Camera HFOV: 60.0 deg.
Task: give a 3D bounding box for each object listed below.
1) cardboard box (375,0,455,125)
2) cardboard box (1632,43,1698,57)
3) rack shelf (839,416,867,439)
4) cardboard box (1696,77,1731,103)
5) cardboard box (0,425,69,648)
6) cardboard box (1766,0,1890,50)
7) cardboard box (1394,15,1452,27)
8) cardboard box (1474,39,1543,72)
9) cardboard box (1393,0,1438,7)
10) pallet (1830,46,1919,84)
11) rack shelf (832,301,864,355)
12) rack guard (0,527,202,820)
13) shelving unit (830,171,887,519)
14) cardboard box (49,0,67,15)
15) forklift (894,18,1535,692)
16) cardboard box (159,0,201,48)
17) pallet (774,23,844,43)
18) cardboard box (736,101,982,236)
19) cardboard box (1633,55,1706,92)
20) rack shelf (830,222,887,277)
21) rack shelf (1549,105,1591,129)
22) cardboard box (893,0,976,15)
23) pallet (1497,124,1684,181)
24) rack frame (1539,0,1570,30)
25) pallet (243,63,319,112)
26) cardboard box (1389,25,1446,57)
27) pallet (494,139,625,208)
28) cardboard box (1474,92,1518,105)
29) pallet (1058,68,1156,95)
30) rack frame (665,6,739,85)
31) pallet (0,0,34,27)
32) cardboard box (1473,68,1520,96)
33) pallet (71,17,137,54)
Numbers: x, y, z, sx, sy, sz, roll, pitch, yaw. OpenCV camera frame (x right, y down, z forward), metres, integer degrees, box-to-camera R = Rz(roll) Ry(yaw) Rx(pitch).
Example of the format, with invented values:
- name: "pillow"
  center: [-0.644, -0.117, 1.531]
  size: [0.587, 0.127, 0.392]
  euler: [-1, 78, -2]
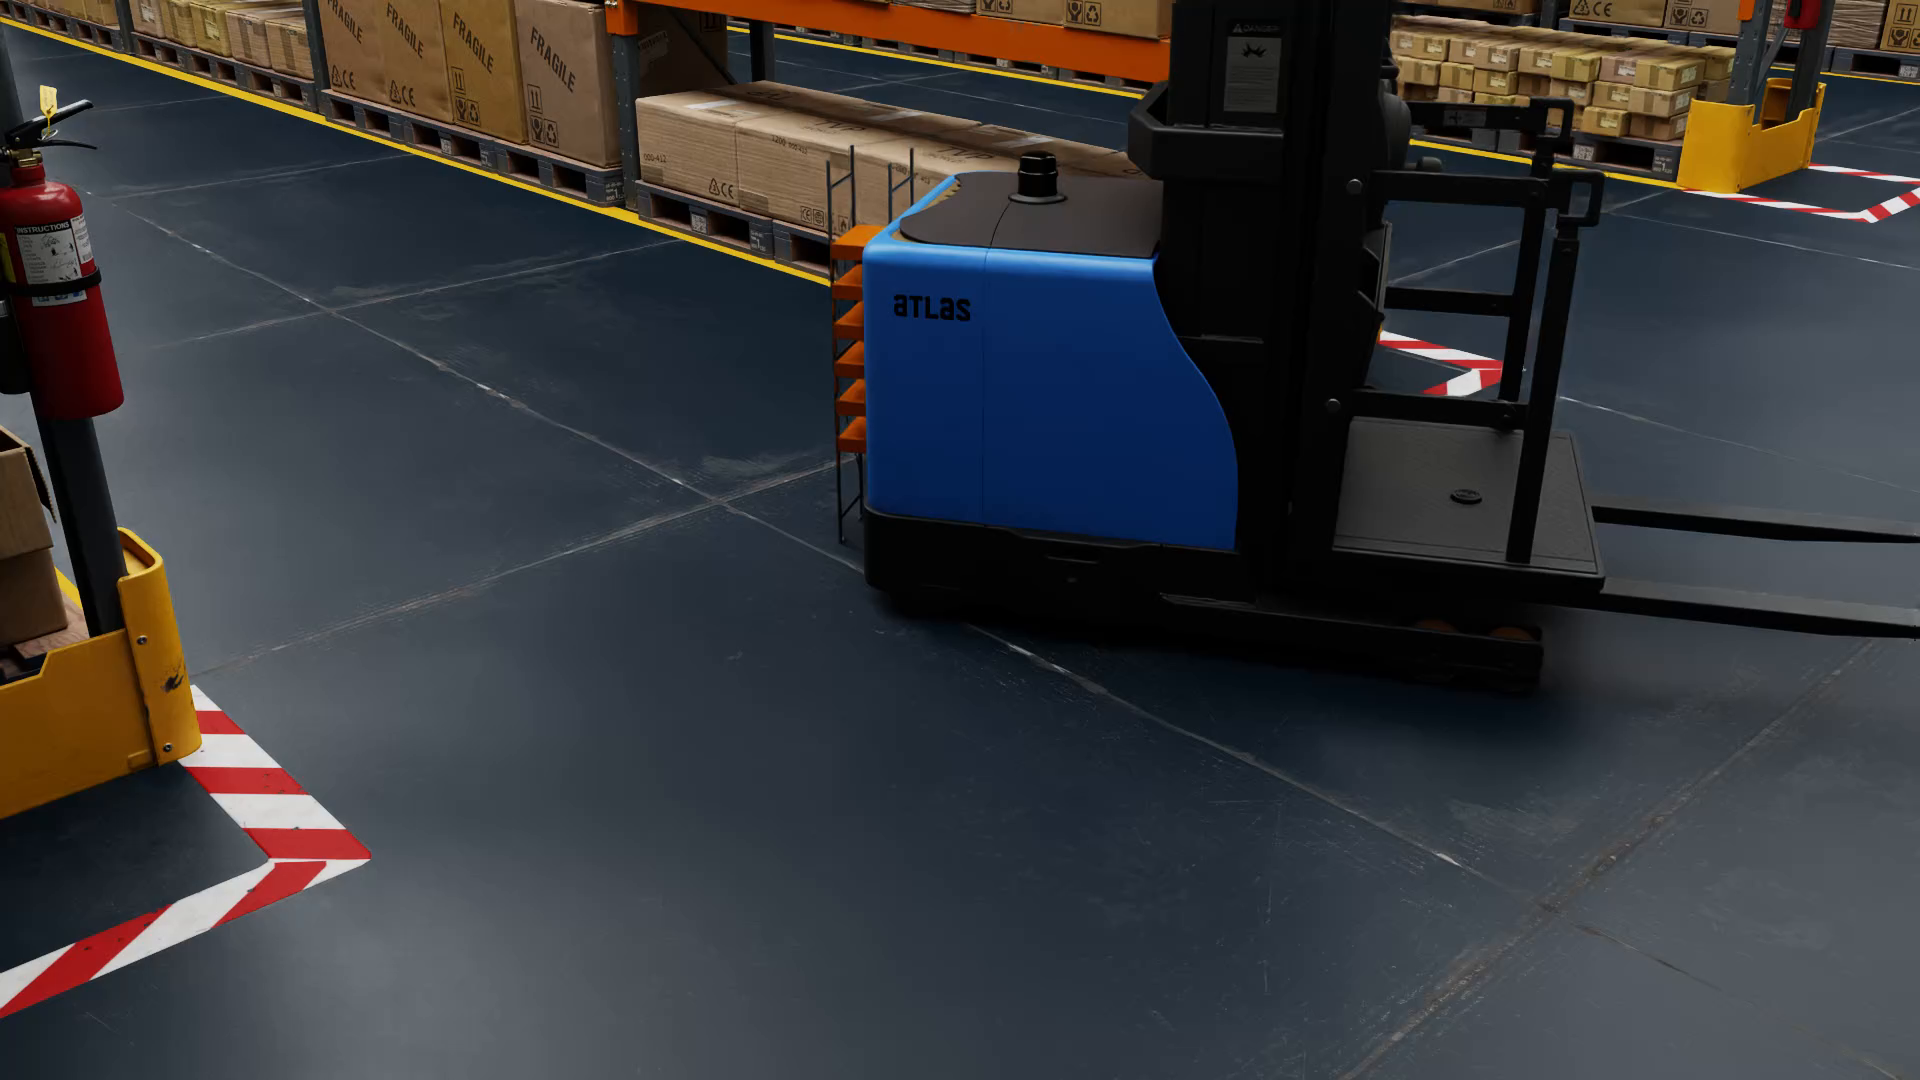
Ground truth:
- name: "cardboard box"
  center: [-3.179, -3.266, 10.848]
  size: [0.875, 0.875, 0.875]
  euler: [-21, 32, -38]
- name: "cardboard box"
  center: [4.429, -3.026, 10.481]
  size: [0.380, 0.149, 0.250]
  euler: [-21, 32, -38]
- name: "rack shelf"
  center: [-0.258, -0.335, 5.158]
  size: [0.171, 0.034, 0.221]
  euler: [6, 25, 13]
- name: "cardboard box"
  center: [4.645, -2.818, 10.383]
  size: [0.380, 0.149, 0.250]
  euler: [-20, 31, -36]
- name: "cardboard box"
  center: [-2.698, 0.020, 4.094]
  size: [0.637, 0.503, 0.797]
  euler: [22, 33, 40]
- name: "cardboard box"
  center: [7.387, -4.604, 13.783]
  size: [0.875, 0.875, 0.875]
  euler: [-21, 32, -38]
- name: "cardboard box"
  center: [3.267, -3.603, 11.746]
  size: [0.250, 0.149, 0.380]
  euler: [22, 32, 39]
- name: "cardboard box"
  center: [3.514, -3.107, 10.658]
  size: [0.380, 0.149, 0.250]
  euler: [-20, 31, -37]
- name: "cardboard box"
  center: [4.708, -5.828, 16.465]
  size: [0.875, 0.875, 1.225]
  euler: [22, 33, 40]
- name: "pallet"
  center: [7.902, -3.884, 13.511]
  size: [1.003, 0.211, 1.213]
  euler: [-21, 32, -38]
- name: "rack shelf"
  center: [-0.258, -0.638, 5.020]
  size: [0.180, 0.103, 0.258]
  euler: [6, 25, 13]
- name: "rack guard"
  center: [-2.401, 0.402, 3.767]
  size: [1.175, 0.500, 0.348]
  euler: [-21, 32, -38]
- name: "shelving unit"
  center: [-0.259, -0.569, 5.052]
  size: [0.183, 1.046, 0.258]
  euler: [6, 25, 13]
- name: "cardboard box"
  center: [-8.246, -5.114, 15.653]
  size: [0.500, 0.250, 0.500]
  euler: [-21, 32, -38]
- name: "forklift"
  center: [9.213, -9.156, 14.477]
  size: [11.785, 9.000, 29.450]
  euler: [6, 25, 13]
- name: "cardboard box"
  center: [-3.641, -4.001, 10.816]
  size: [0.950, 2.239, 8.285]
  euler: [-19, 31, -35]
- name: "pallet"
  center: [-1.136, -4.972, 15.894]
  size: [1.003, 0.211, 1.213]
  euler: [-21, 32, -38]
- name: "cardboard box"
  center: [-0.500, -1.867, 8.310]
  size: [0.875, 0.438, 0.875]
  euler: [-22, 33, -40]
- name: "cardboard box"
  center: [4.269, -2.810, 10.007]
  size: [0.380, 0.149, 0.250]
  euler: [-21, 32, -38]
- name: "rack shelf"
  center: [-0.258, -0.856, 4.921]
  size: [0.180, 0.103, 0.258]
  euler: [6, 25, 13]
- name: "rack shelf"
  center: [6.355, -8.873, 21.137]
  size: [20.650, 2.538, 14.821]
  euler: [-21, 32, -38]
- name: "cardboard box"
  center: [0.058, -2.548, 7.100]
  size: [0.500, 0.500, 0.500]
  euler: [-20, 31, -37]
- name: "pallet"
  center: [4.234, -2.567, 10.623]
  size: [1.003, 0.211, 1.213]
  euler: [-21, 32, -38]
- name: "rack frame"
  center: [5.771, -6.145, 15.106]
  size: [1.000, 3.000, 0.127]
  euler: [-21, 32, -38]
- name: "pallet"
  center: [-4.730, -3.514, 12.699]
  size: [1.003, 0.211, 1.213]
  euler: [-21, 32, -38]
- name: "cardboard box"
  center: [3.075, -3.375, 11.247]
  size: [0.250, 0.149, 0.380]
  euler: [22, 33, 40]
- name: "pallet"
  center: [-2.045, -2.277, 9.988]
  size: [1.003, 0.211, 1.213]
  euler: [-21, 32, -38]
- name: "cardboard box"
  center: [3.538, -2.835, 10.780]
  size: [0.250, 0.149, 0.380]
  euler: [22, 33, 39]
- name: "pallet"
  center: [1.548, -3.735, 13.184]
  size: [1.003, 0.211, 1.213]
  euler: [-21, 32, -38]
- name: "rack frame"
  center: [-1.465, -3.333, 8.941]
  size: [0.949, 2.616, 0.053]
  euler: [-21, 32, -38]
- name: "pallet"
  center: [-9.083, -5.421, 16.880]
  size: [1.003, 0.211, 1.213]
  euler: [-21, 32, -38]
- name: "cardboard box"
  center: [3.527, -2.975, 10.728]
  size: [0.380, 0.149, 0.250]
  euler: [-21, 32, -38]
- name: "pallet"
  center: [-7.415, -4.682, 15.259]
  size: [1.003, 0.211, 1.213]
  euler: [-21, 32, -38]
